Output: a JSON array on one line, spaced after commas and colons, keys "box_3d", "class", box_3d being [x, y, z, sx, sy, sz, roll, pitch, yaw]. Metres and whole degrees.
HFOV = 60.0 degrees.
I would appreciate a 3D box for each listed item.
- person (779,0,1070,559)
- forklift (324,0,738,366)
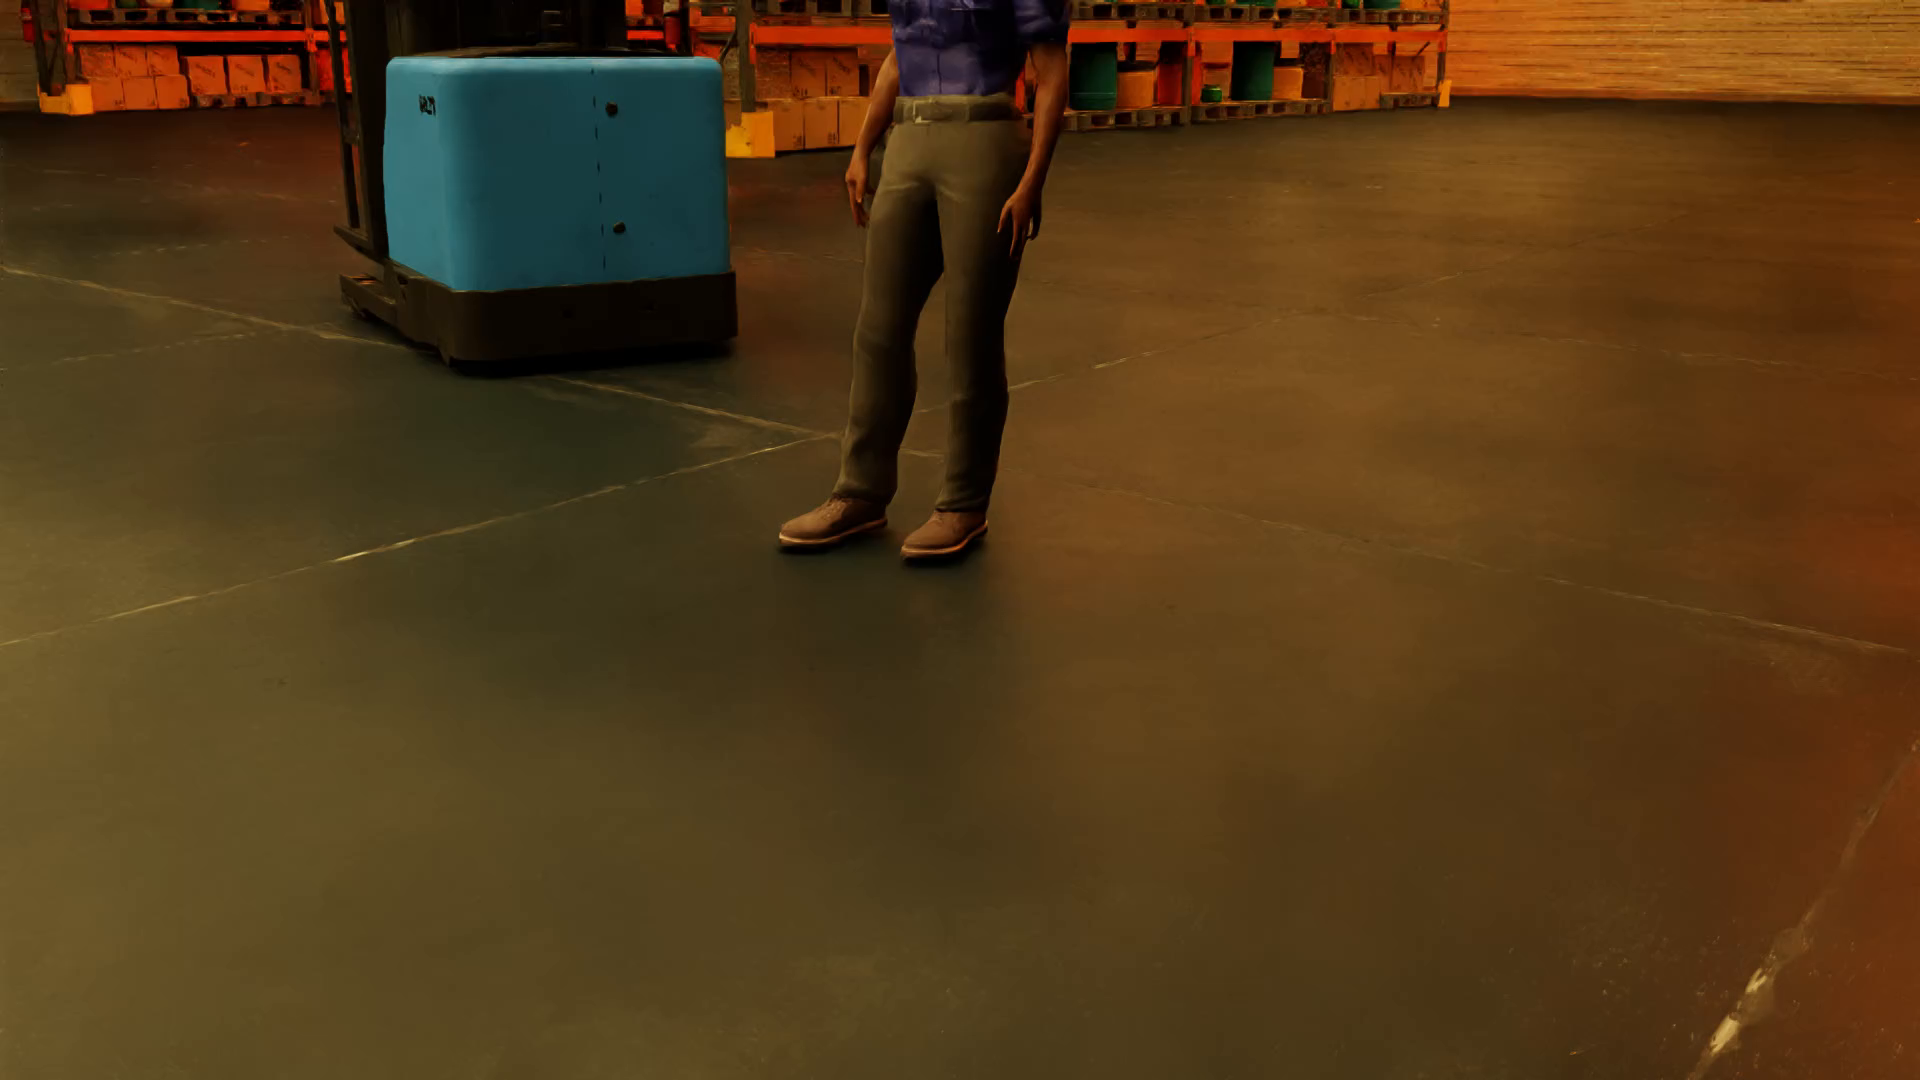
[{"box_3d": [-0.071, -0.776, 3.648, 0.570, 1.641, 0.503, 13, 21, 37], "class": "person"}, {"box_3d": [-2.016, -2.393, 6.779, 1.130, 2.935, 3.031, -10, 19, -29], "class": "forklift"}]
